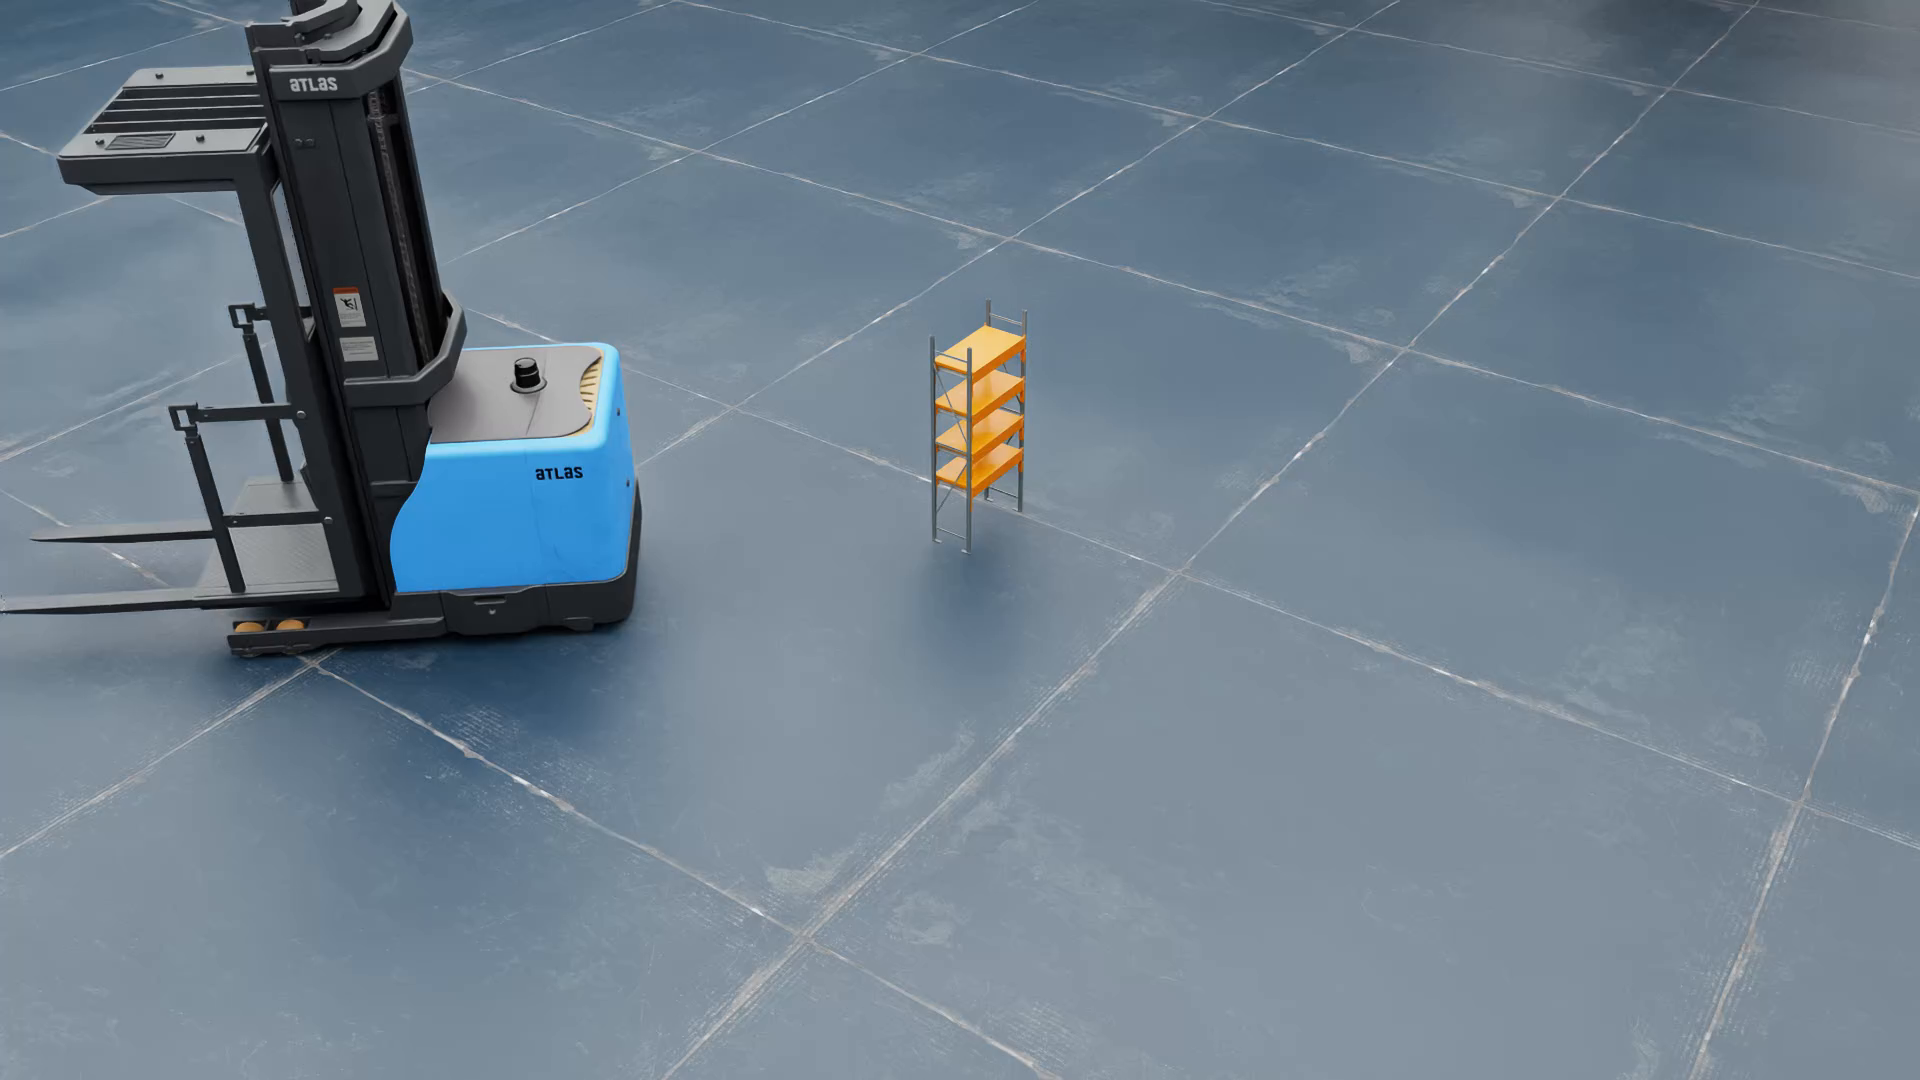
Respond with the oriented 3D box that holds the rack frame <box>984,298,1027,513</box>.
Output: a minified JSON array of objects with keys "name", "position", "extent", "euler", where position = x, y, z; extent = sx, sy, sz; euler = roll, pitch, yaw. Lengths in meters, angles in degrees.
[{"name":"rack frame","position":[0.234,-0.685,8.693],"extent":[0.240,1.200,0.015],"euler":[21,39,28]}]

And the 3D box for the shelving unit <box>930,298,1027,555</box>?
[{"name":"shelving unit","position":[0.094,-0.573,8.527],"extent":[0.258,1.200,0.503],"euler":[21,39,28]}]

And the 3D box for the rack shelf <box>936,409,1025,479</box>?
[{"name":"rack shelf","position":[0.094,-0.517,8.564],"extent":[0.258,0.148,0.480],"euler":[21,39,28]}]

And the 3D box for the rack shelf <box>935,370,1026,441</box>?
[{"name":"rack shelf","position":[0.094,-0.703,8.439],"extent":[0.258,0.148,0.480],"euler":[21,39,28]}]

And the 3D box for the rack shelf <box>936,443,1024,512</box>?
[{"name":"rack shelf","position":[0.094,-0.353,8.675],"extent":[0.258,0.148,0.480],"euler":[21,39,28]}]

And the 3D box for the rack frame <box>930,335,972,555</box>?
[{"name":"rack frame","position":[-0.045,-0.461,8.360],"extent":[0.240,1.200,0.015],"euler":[21,39,28]}]

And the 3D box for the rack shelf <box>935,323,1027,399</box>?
[{"name":"rack shelf","position":[0.094,-0.899,8.306],"extent":[0.258,0.148,0.480],"euler":[21,39,28]}]

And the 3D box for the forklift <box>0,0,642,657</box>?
[{"name":"forklift","position":[-3.150,-0.968,7.566],"extent":[3.031,2.935,1.130],"euler":[-3,34,-5]}]
